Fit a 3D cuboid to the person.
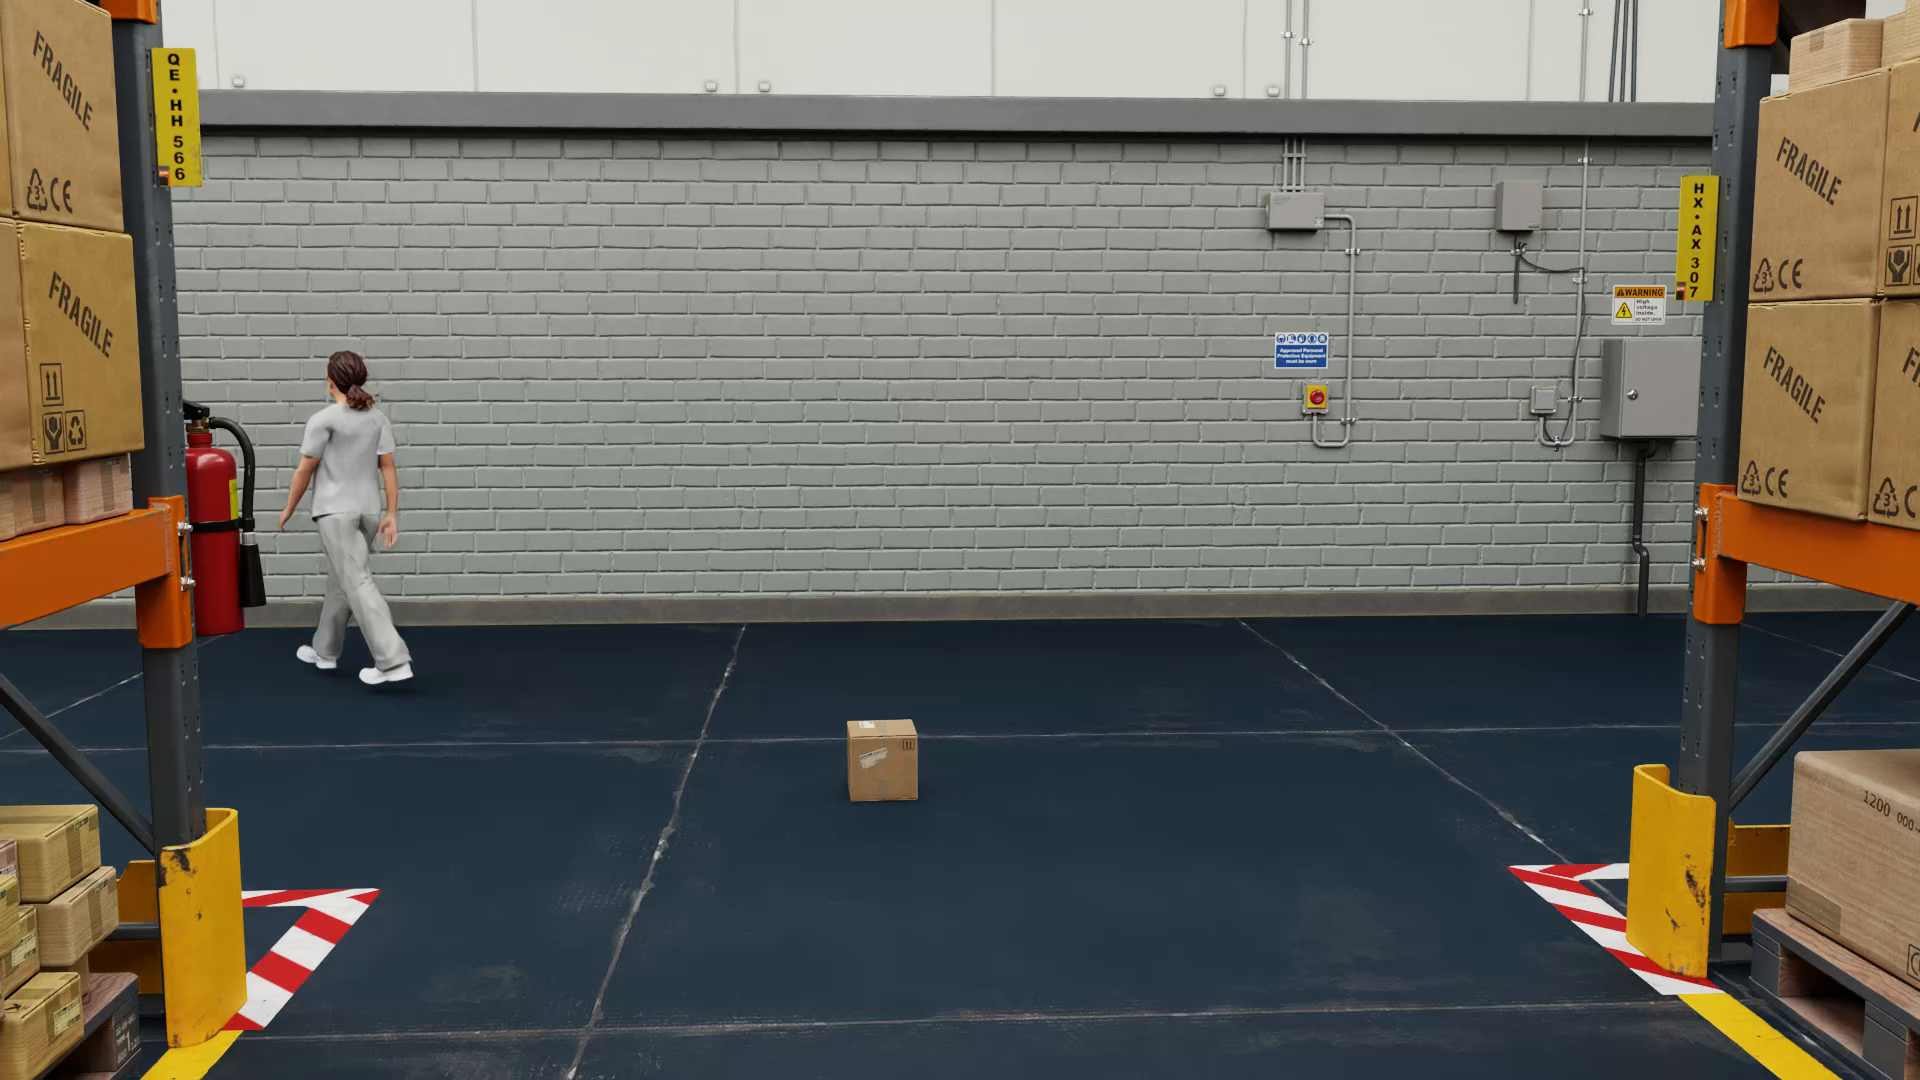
[{"bbox_3d":[-3.056,-0.111,8.182,1.020,1.594,0.458,4,8,32],"label":"person"}]
